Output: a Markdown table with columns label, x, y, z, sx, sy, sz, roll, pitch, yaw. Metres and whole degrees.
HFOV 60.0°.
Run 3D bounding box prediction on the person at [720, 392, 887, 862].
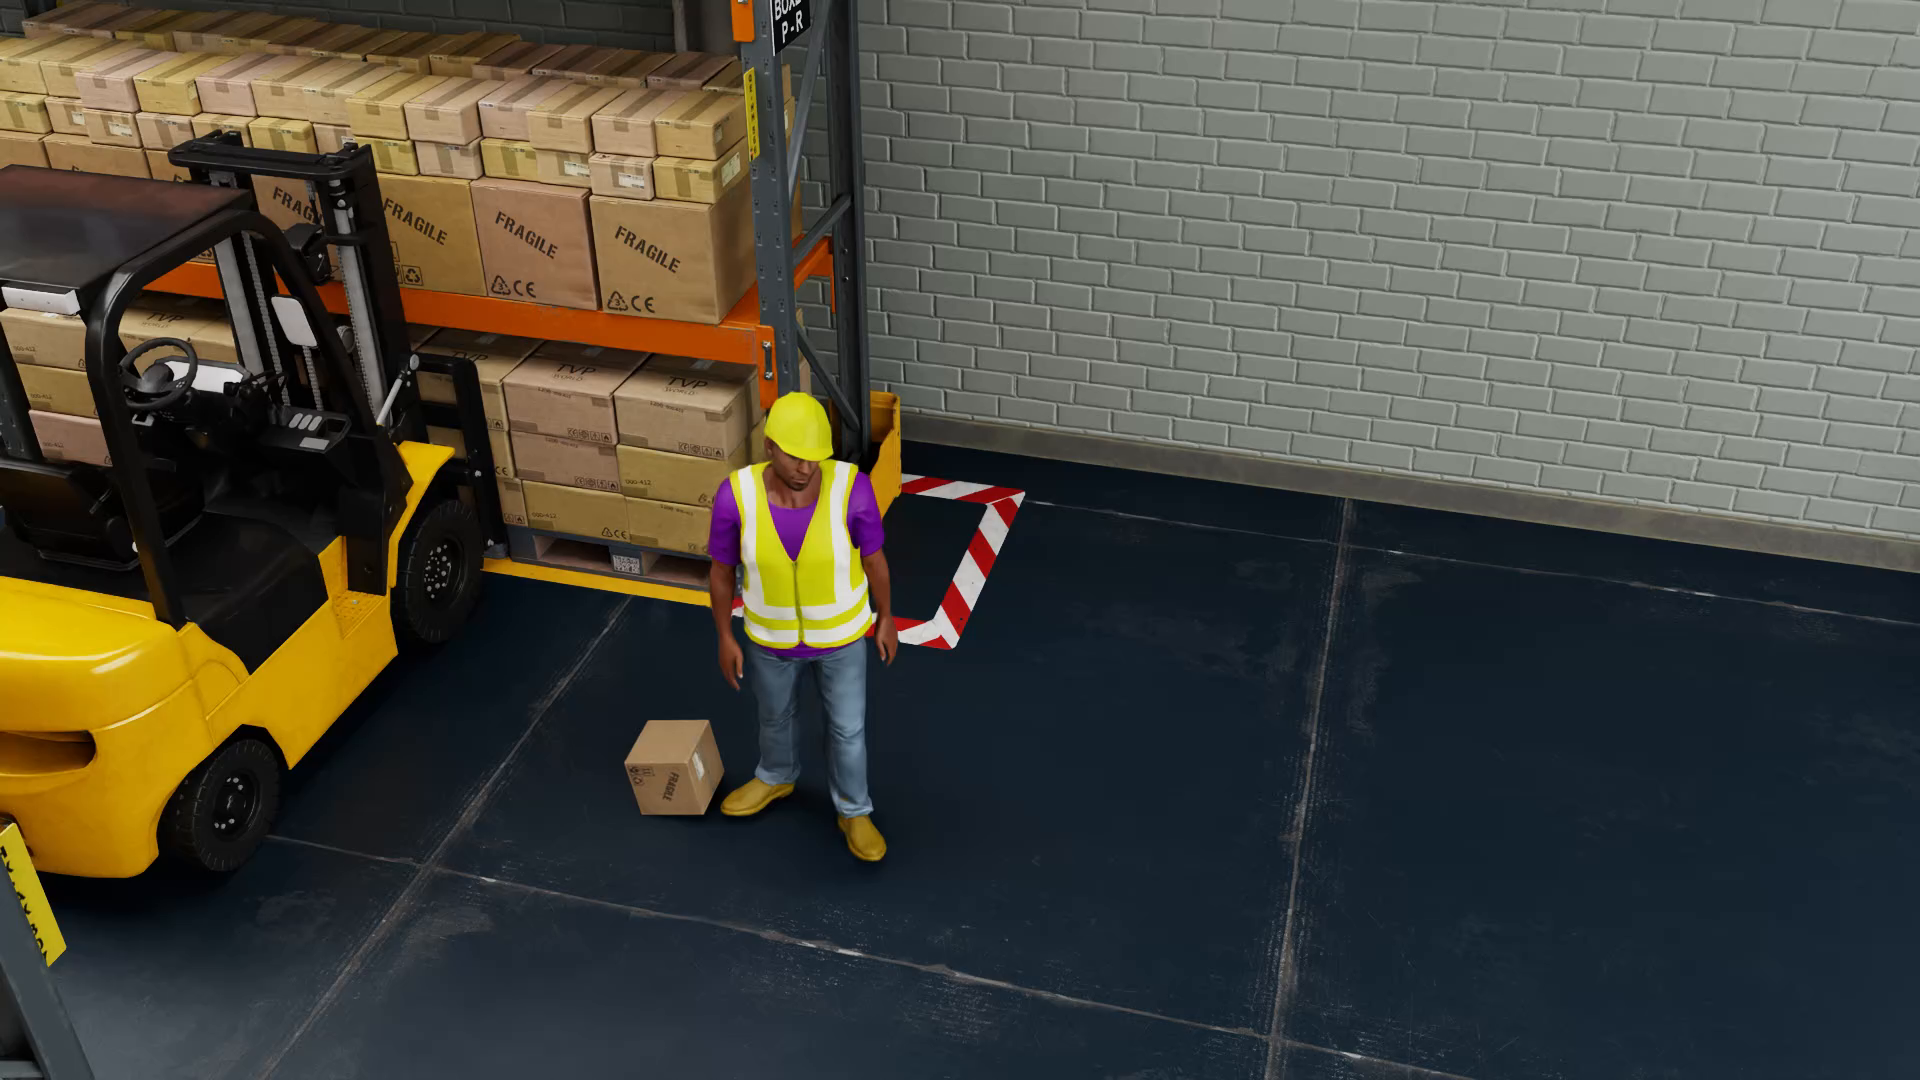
| label | x | y | z | sx | sy | sz | roll | pitch | yaw |
| --- | --- | --- | --- | --- | --- | --- | --- | --- | --- |
| person | -0.571 | 0.299 | 5.619 | 0.621 | 1.767 | 0.467 | 0 | 33 | 1 |
